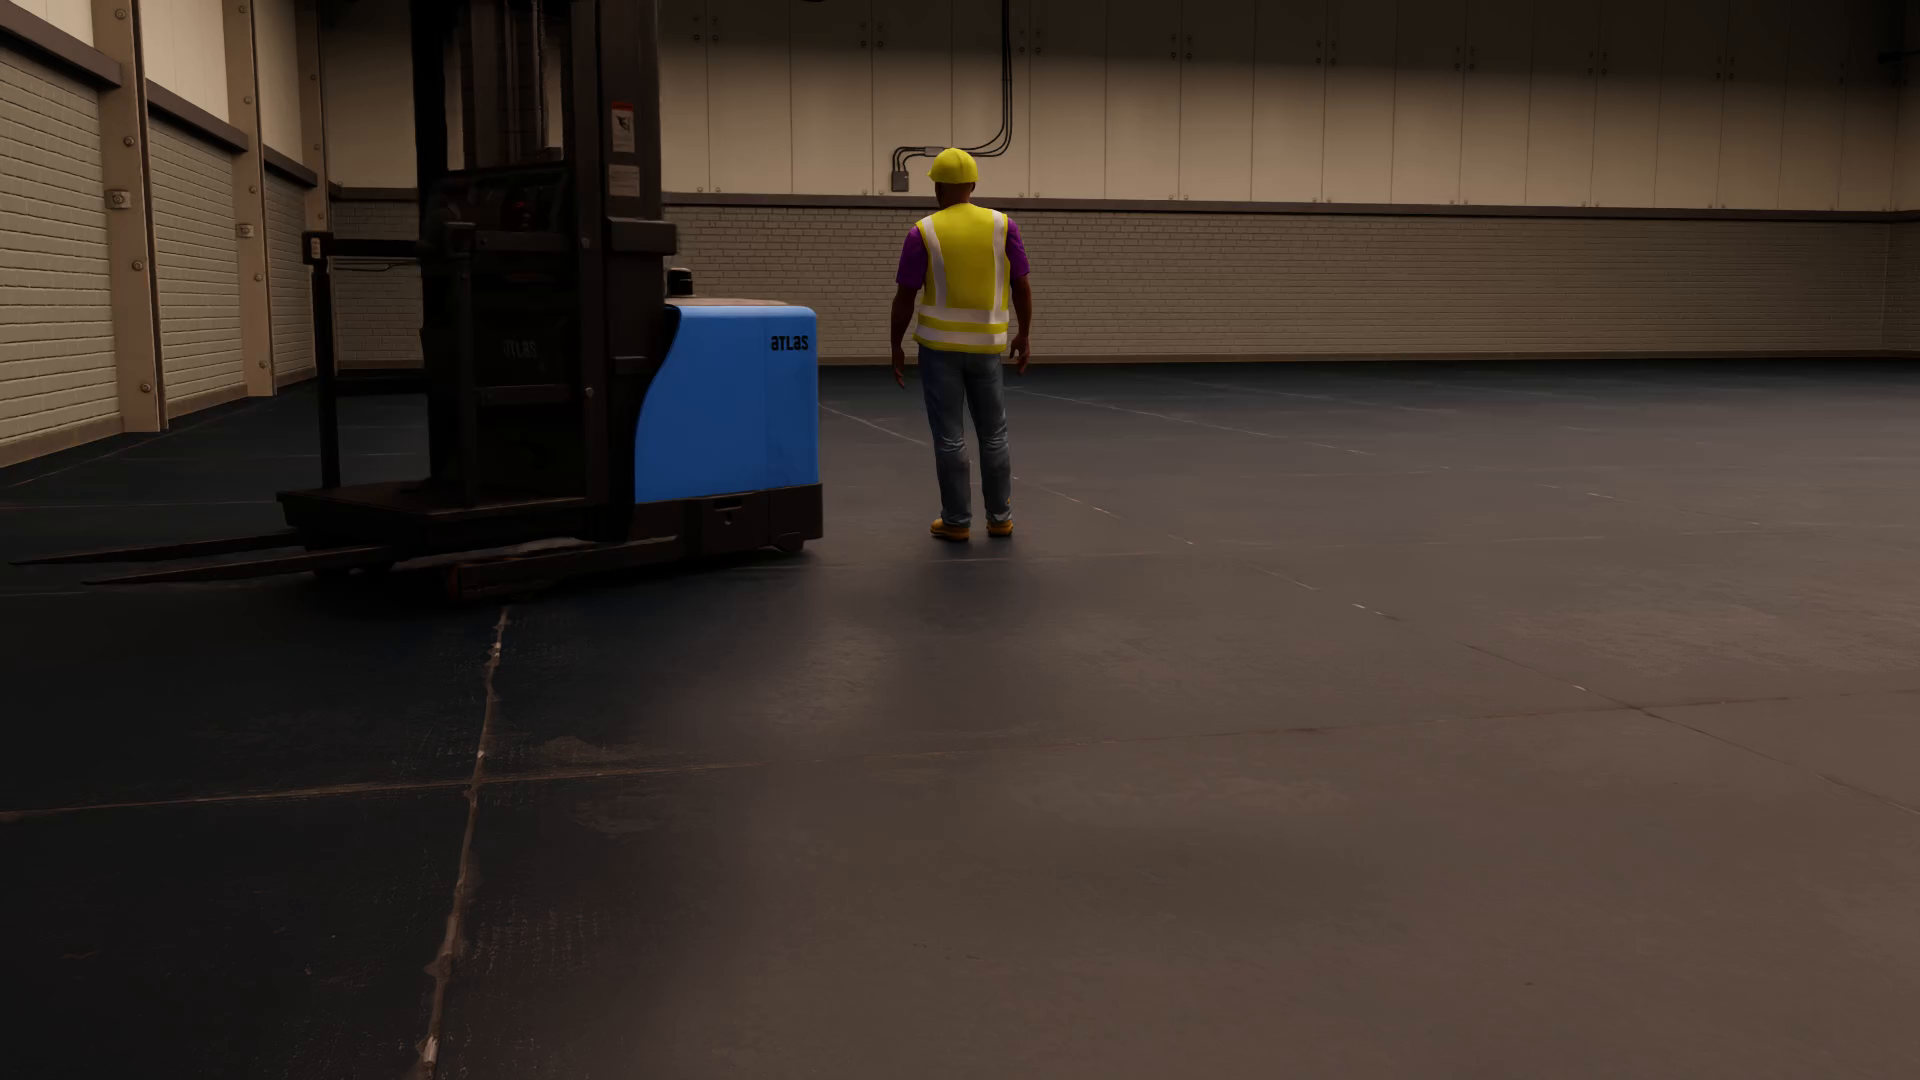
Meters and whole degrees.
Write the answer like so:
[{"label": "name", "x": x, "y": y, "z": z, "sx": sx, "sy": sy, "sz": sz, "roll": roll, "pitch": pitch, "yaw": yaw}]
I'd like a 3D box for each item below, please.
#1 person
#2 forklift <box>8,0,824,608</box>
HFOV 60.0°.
[{"label": "person", "x": -0.010, "y": -0.891, "z": 7.652, "sx": 0.665, "sy": 1.765, "sz": 0.577, "roll": -2, "pitch": 8, "yaw": -13}, {"label": "forklift", "x": -1.949, "y": -1.285, "z": 6.319, "sx": 1.130, "sy": 2.935, "sz": 3.031, "roll": 7, "pitch": 11, "yaw": 41}]
